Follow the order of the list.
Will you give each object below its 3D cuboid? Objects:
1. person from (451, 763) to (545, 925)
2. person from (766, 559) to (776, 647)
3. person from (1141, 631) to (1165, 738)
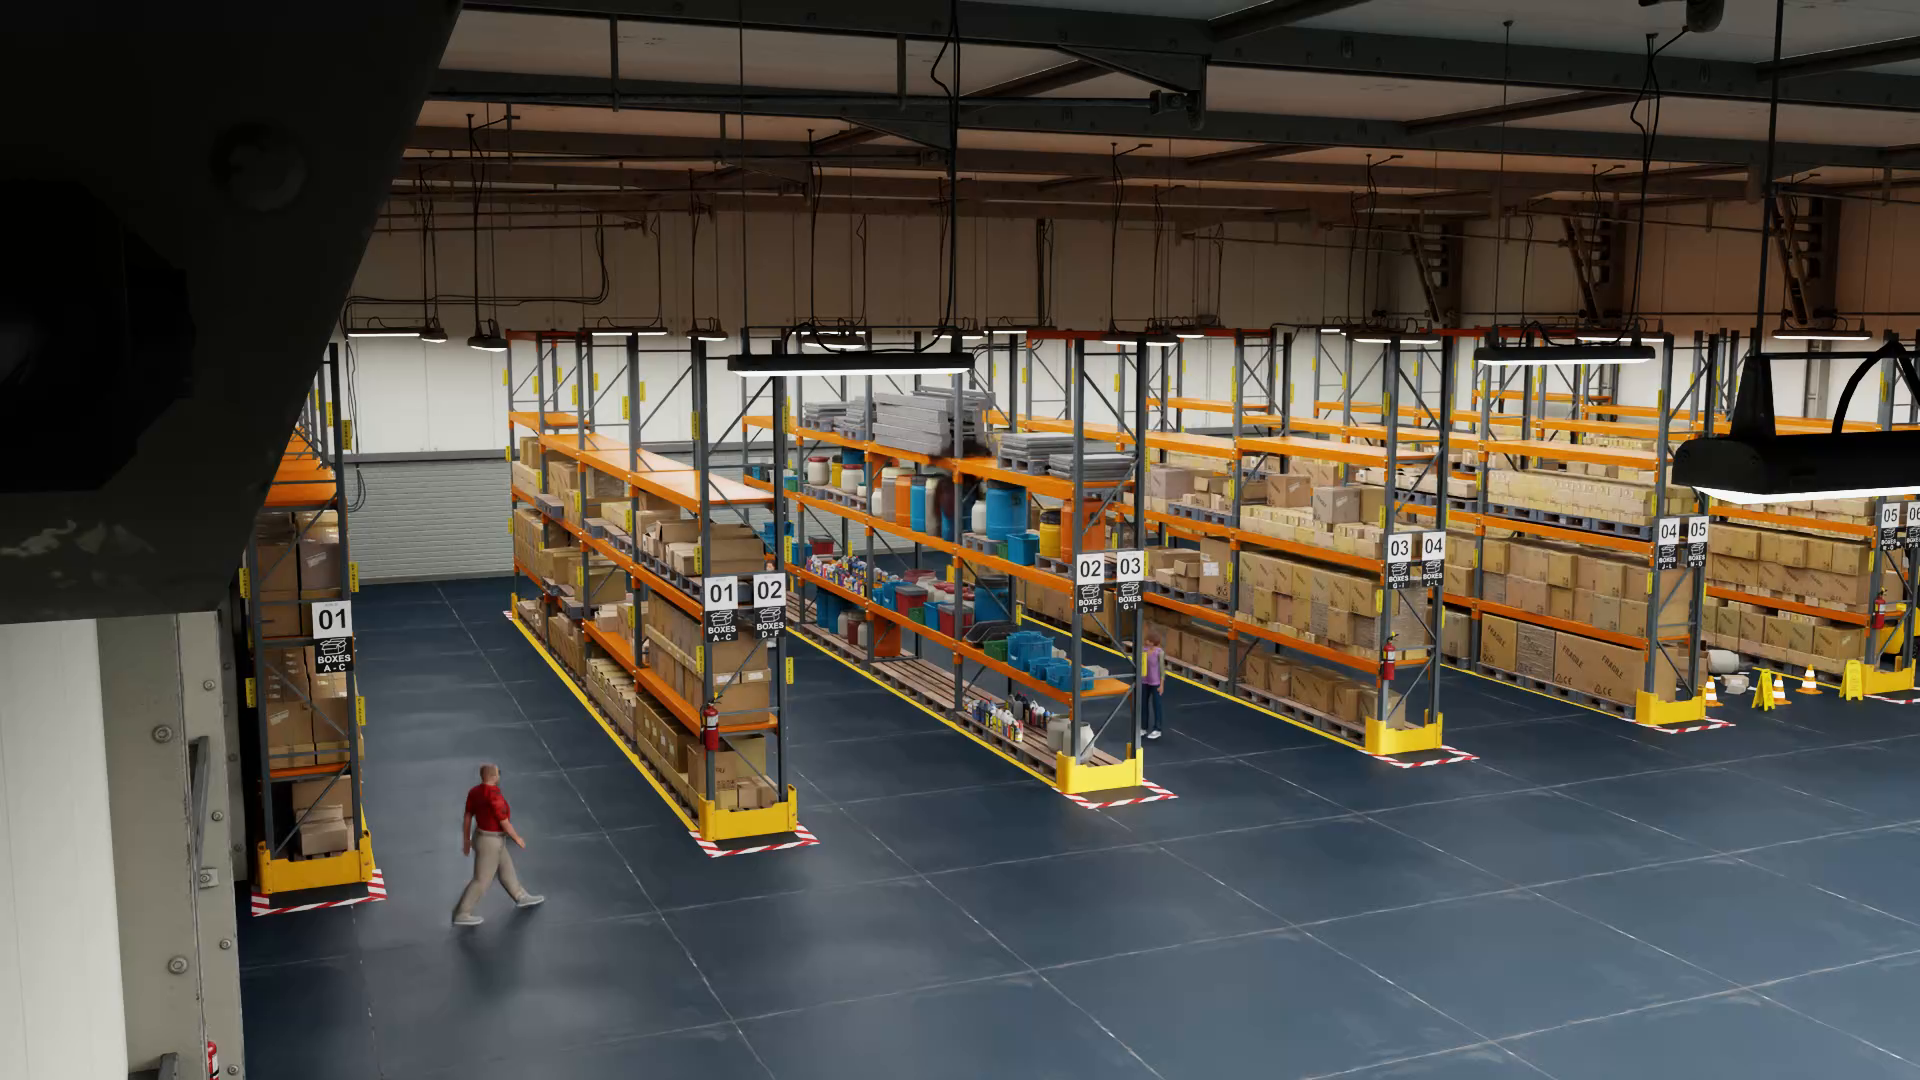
[{"bbox_3d":[-4.818,3.134,17.350,1.056,1.657,0.539,-5,9,-31],"label":"person"},{"bbox_3d":[-3.595,1.203,31.612,0.456,1.671,0.400,7,11,43],"label":"person"},{"bbox_3d":[2.828,2.150,24.796,0.479,1.599,0.376,6,10,37],"label":"person"}]
